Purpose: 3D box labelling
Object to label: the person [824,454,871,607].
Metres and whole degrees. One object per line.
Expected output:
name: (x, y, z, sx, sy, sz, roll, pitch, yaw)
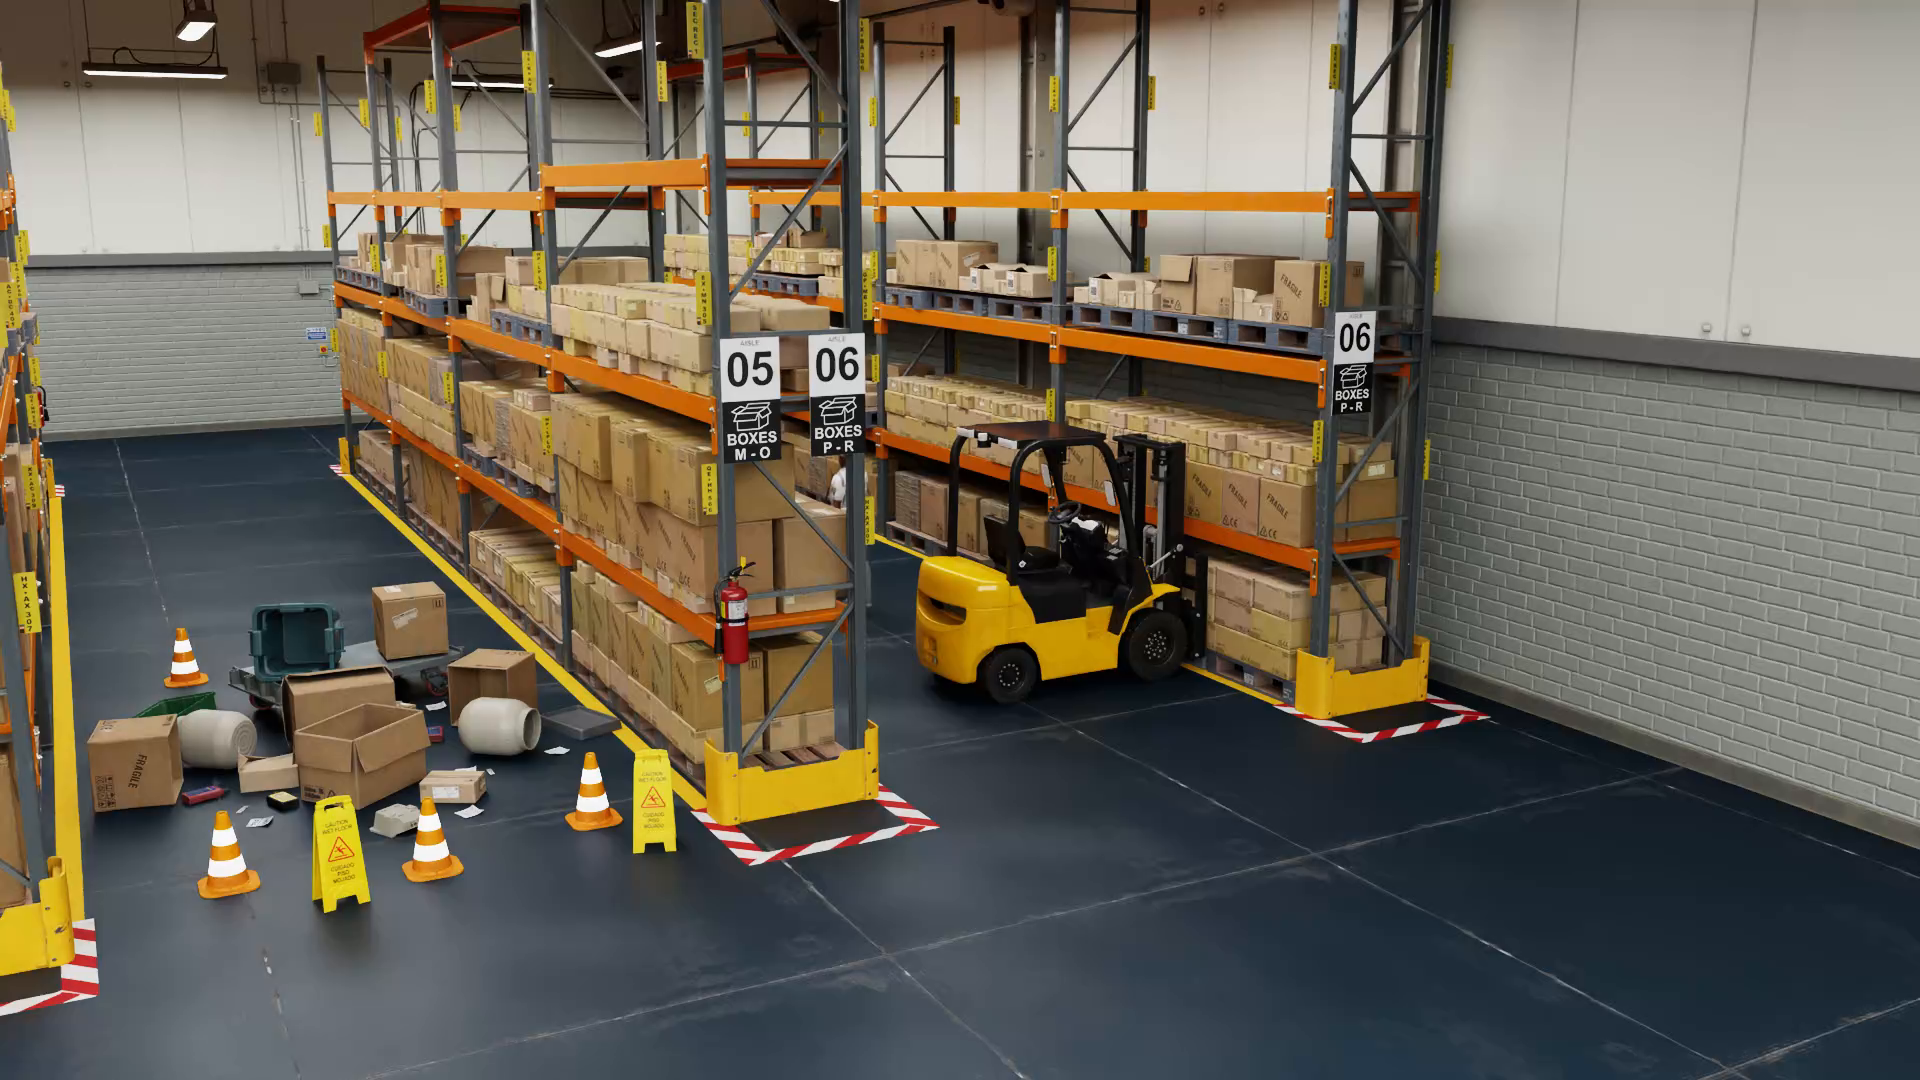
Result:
person: (-1.161, -0.156, 16.706, 0.446, 1.683, 0.622, -6, 13, -27)
